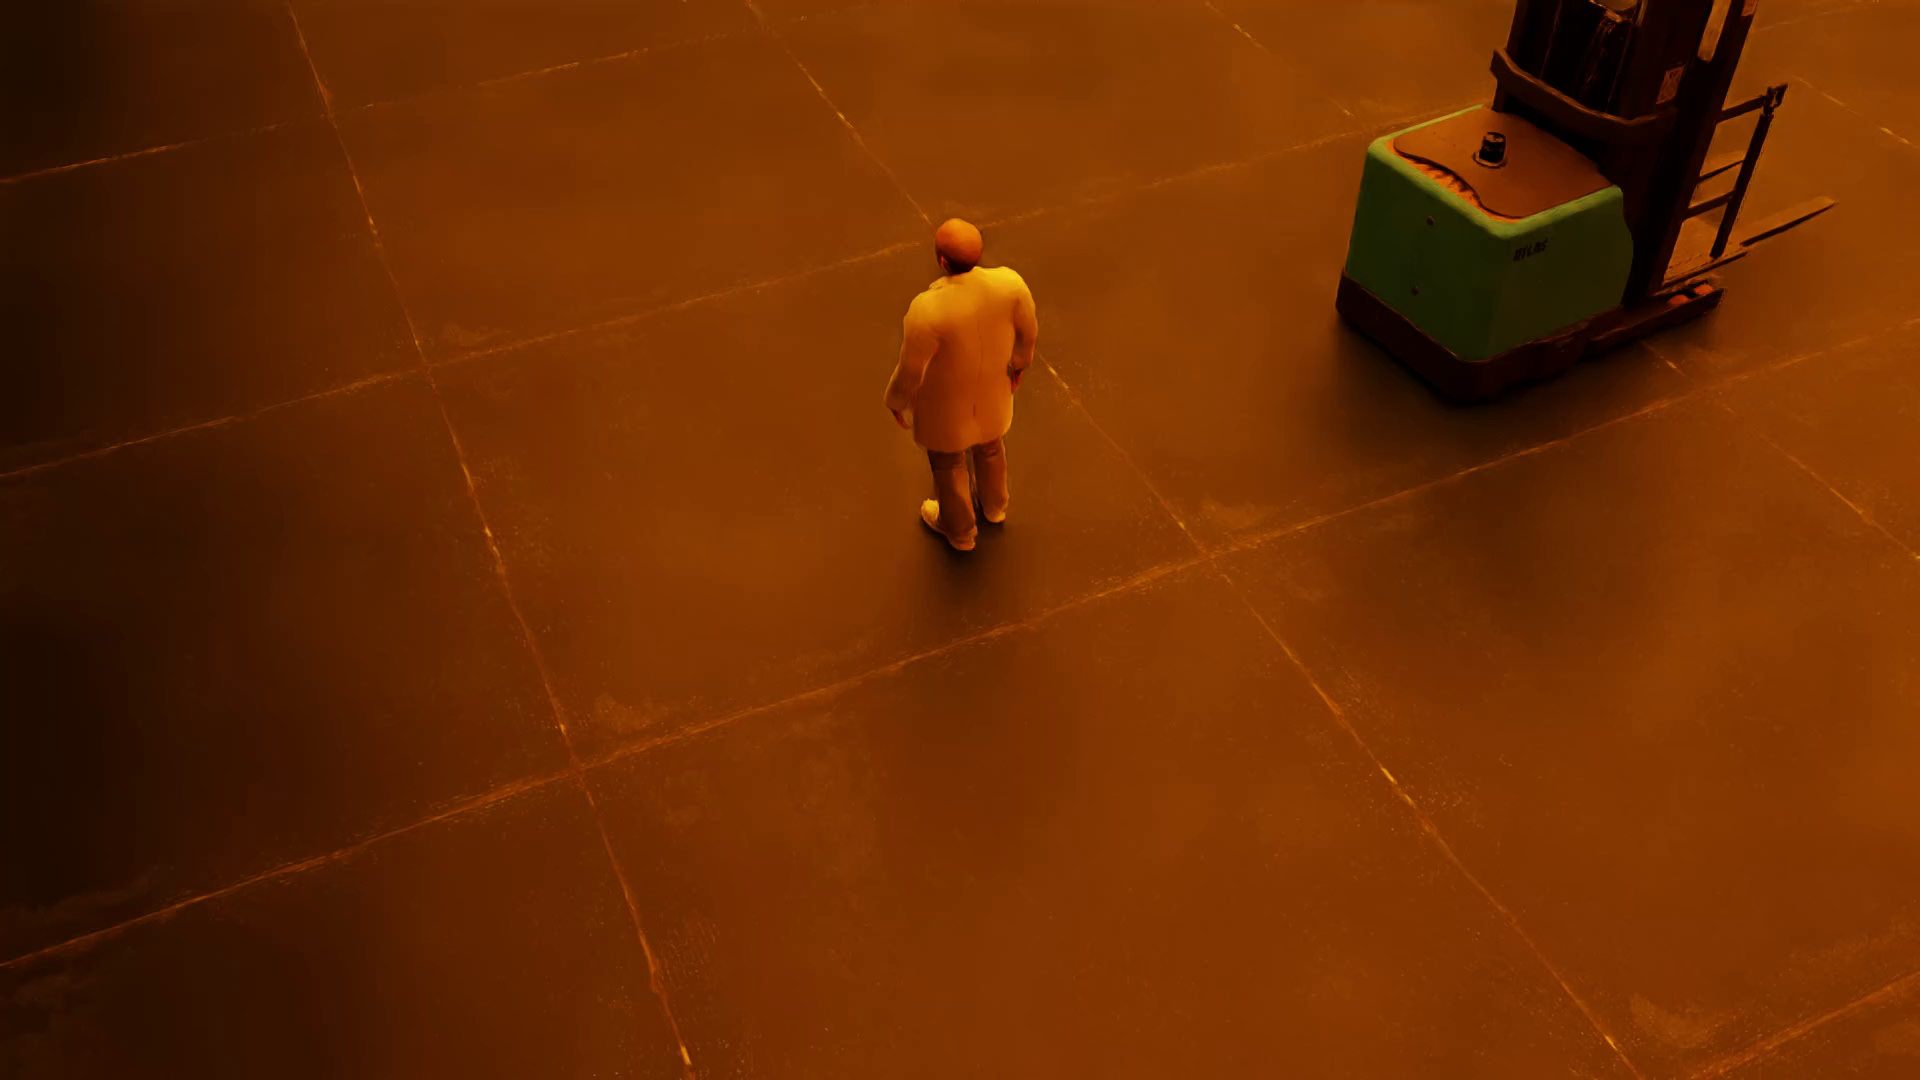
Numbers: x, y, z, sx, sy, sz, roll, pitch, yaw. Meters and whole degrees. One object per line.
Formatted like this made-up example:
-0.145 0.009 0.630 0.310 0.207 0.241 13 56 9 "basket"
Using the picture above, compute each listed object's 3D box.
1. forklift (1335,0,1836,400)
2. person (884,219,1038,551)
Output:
3.584 -2.536 8.398 3.031 2.935 1.130 -22 47 -22 "forklift"
-0.034 -0.713 7.279 0.694 1.776 0.579 -18 46 -18 "person"
